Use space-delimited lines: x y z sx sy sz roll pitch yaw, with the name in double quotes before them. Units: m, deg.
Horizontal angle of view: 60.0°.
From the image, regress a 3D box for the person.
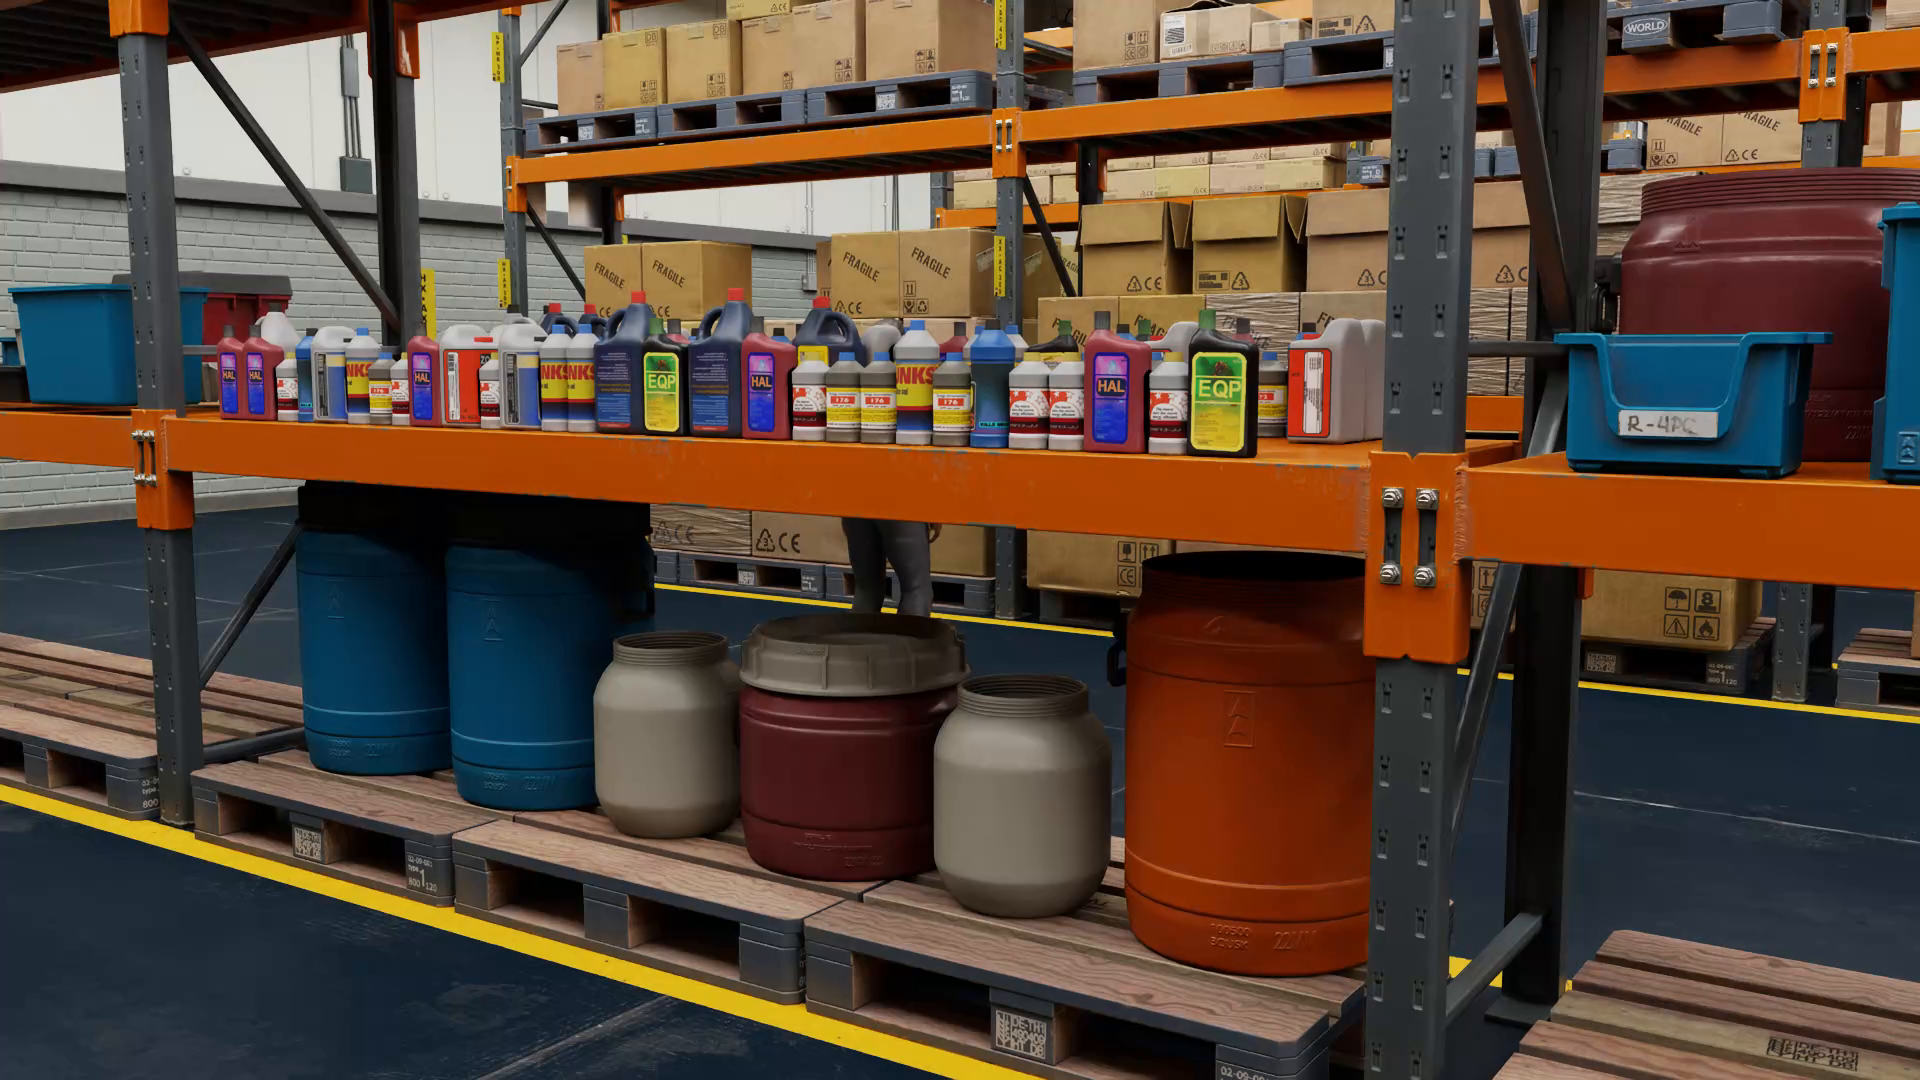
"person" -0.306 -0.130 7.182 0.529 1.656 0.346 4 7 31
